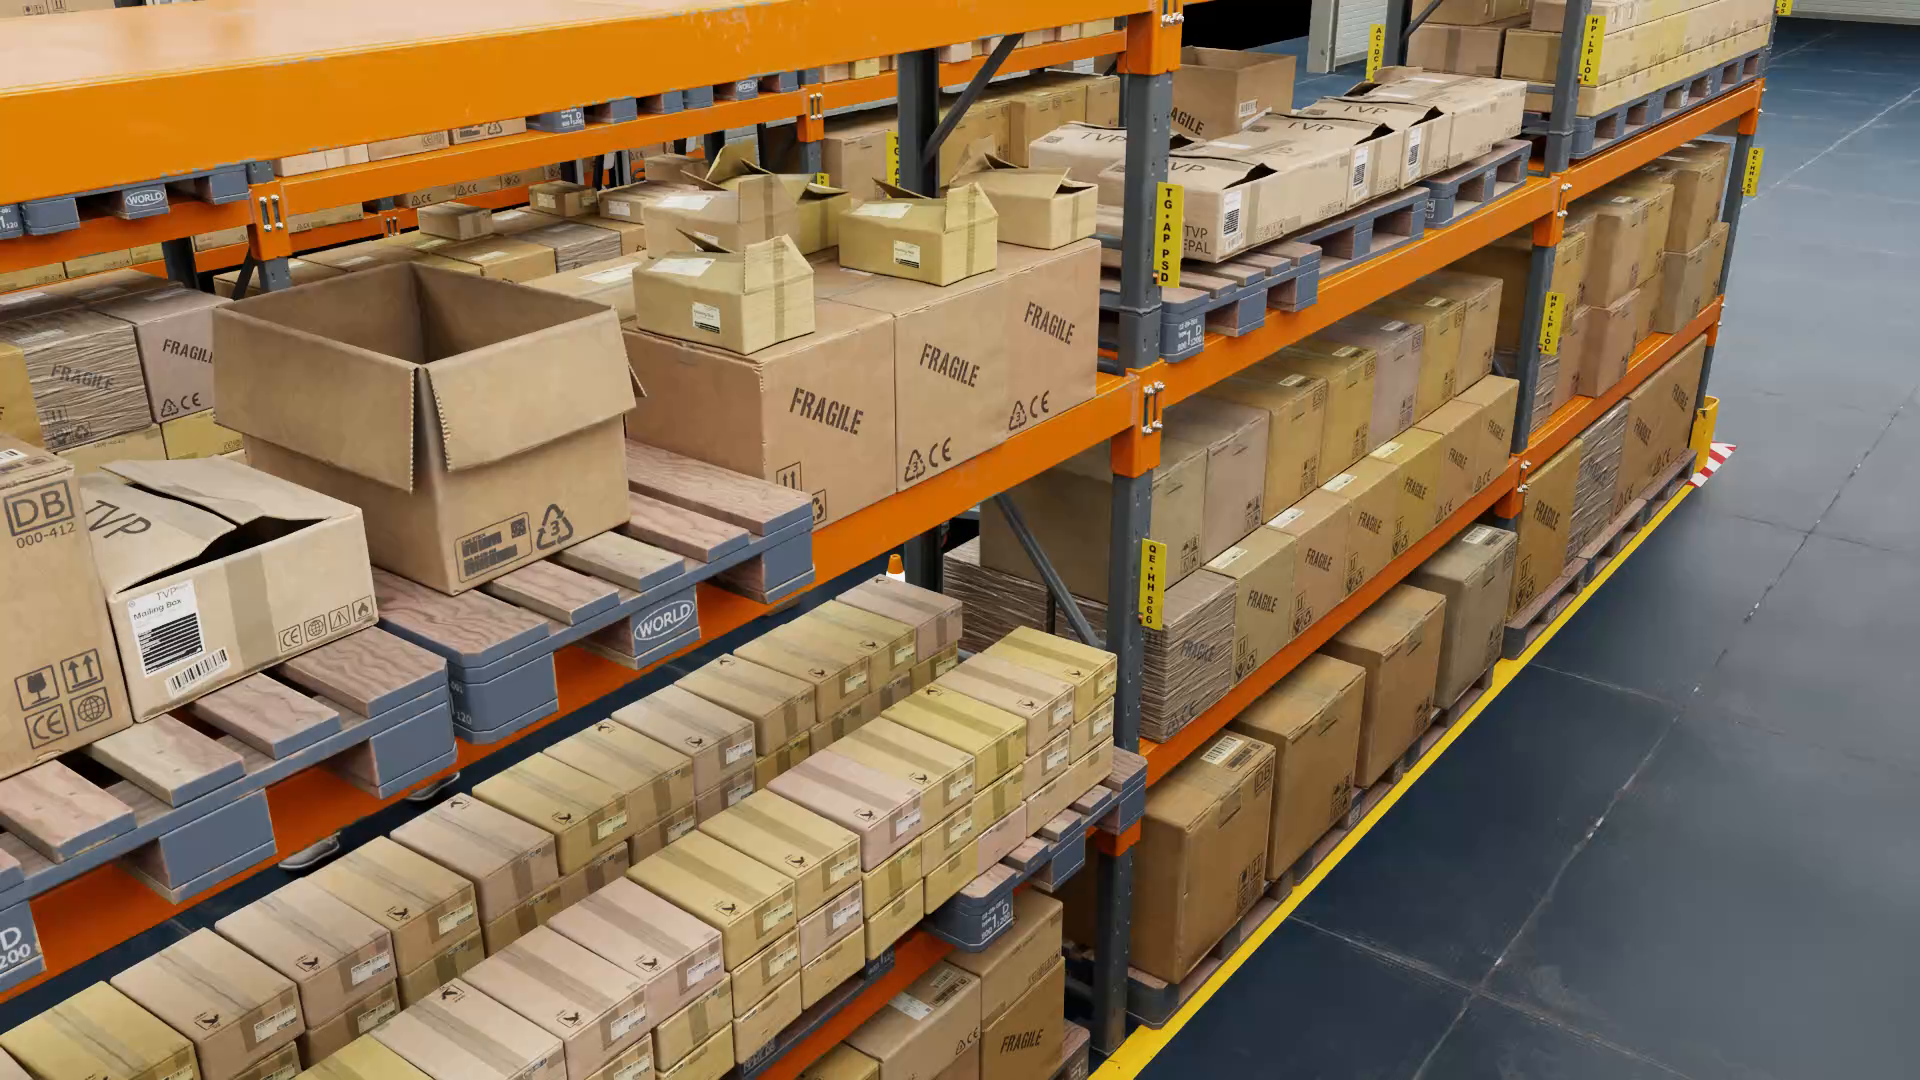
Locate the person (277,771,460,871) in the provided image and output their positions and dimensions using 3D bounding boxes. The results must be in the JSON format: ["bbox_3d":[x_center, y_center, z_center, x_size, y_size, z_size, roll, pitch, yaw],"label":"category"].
[{"bbox_3d":[-2.828,0.606,7.645,0.971,1.630,0.495,-20,31,-38],"label":"person"}]
